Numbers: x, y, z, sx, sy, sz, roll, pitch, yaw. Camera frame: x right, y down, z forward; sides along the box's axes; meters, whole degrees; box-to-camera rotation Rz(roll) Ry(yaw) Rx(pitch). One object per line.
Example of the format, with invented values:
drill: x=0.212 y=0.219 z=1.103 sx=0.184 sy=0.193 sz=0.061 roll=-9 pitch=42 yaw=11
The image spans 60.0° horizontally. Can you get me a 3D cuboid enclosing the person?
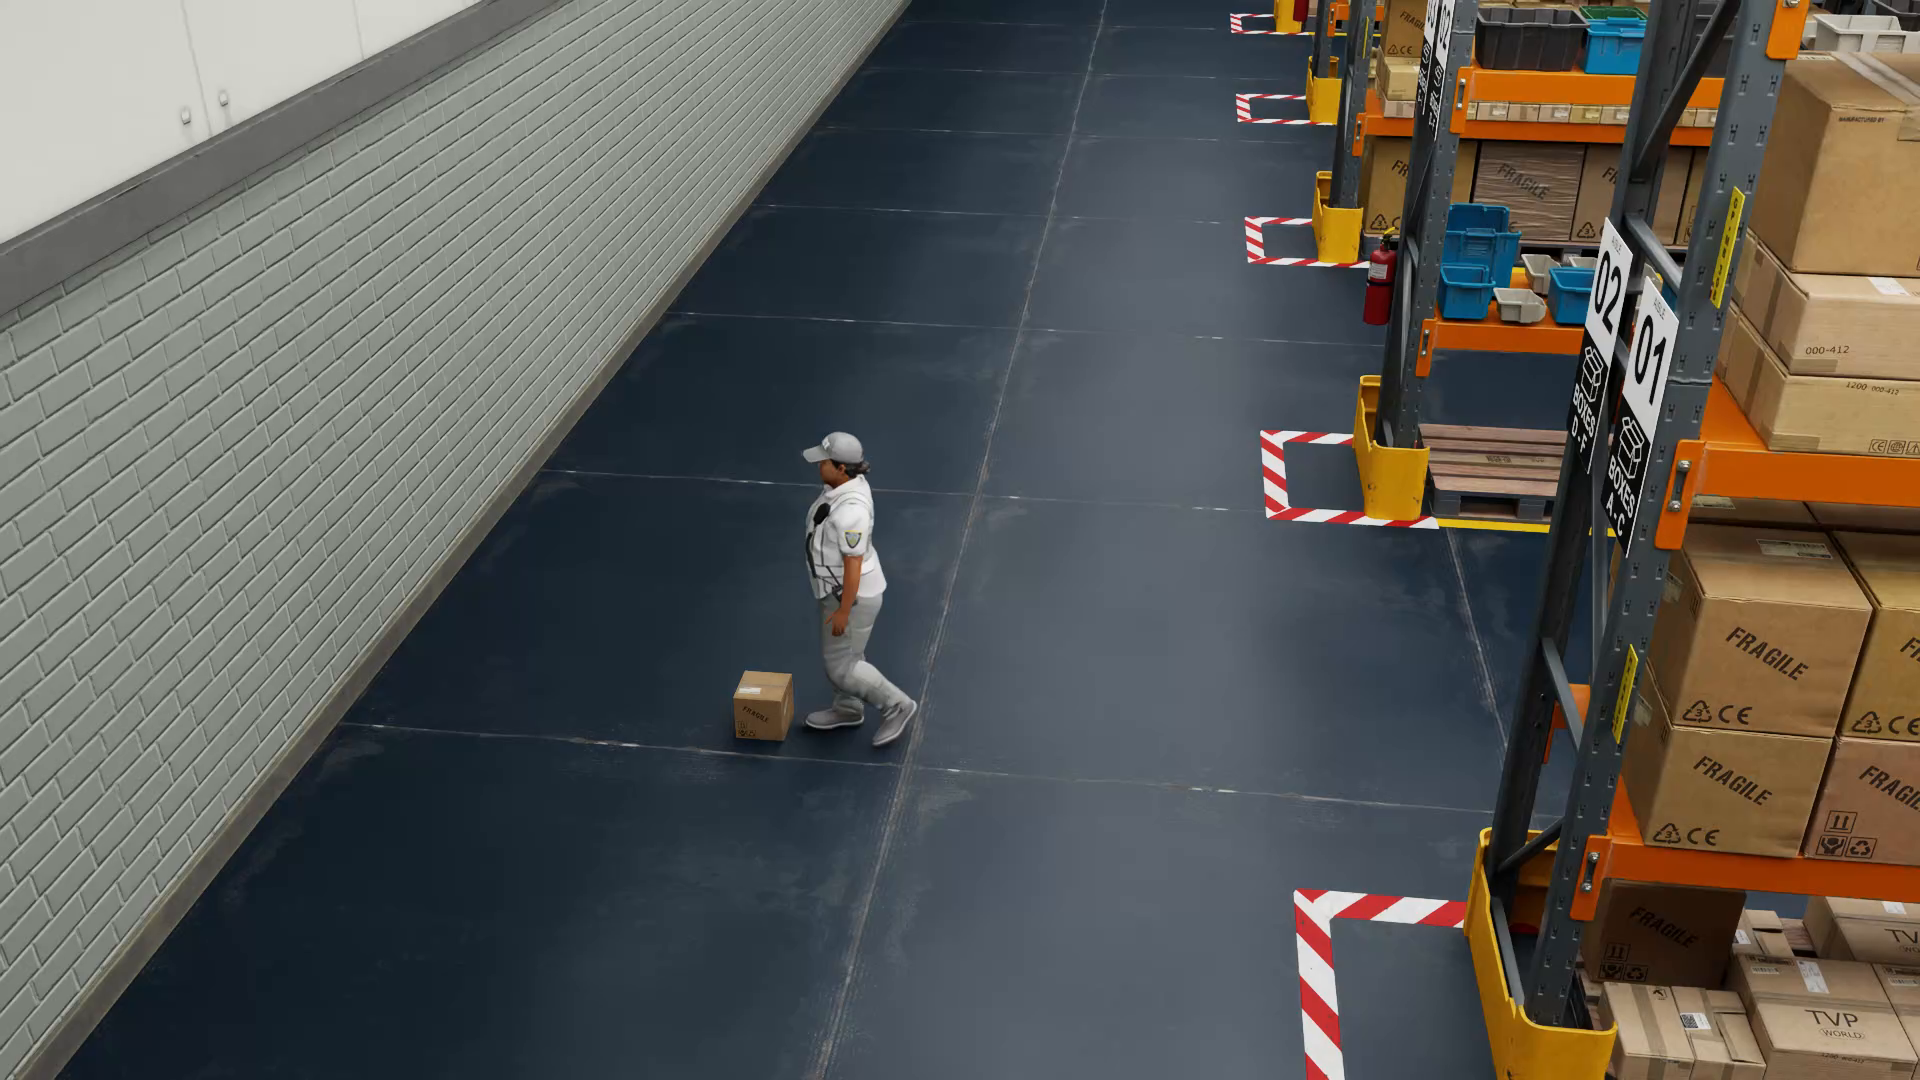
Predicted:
person: x=-0.507 y=0.242 z=8.152 sx=0.559 sy=1.662 sz=0.492 roll=-4 pitch=29 yaw=-8
